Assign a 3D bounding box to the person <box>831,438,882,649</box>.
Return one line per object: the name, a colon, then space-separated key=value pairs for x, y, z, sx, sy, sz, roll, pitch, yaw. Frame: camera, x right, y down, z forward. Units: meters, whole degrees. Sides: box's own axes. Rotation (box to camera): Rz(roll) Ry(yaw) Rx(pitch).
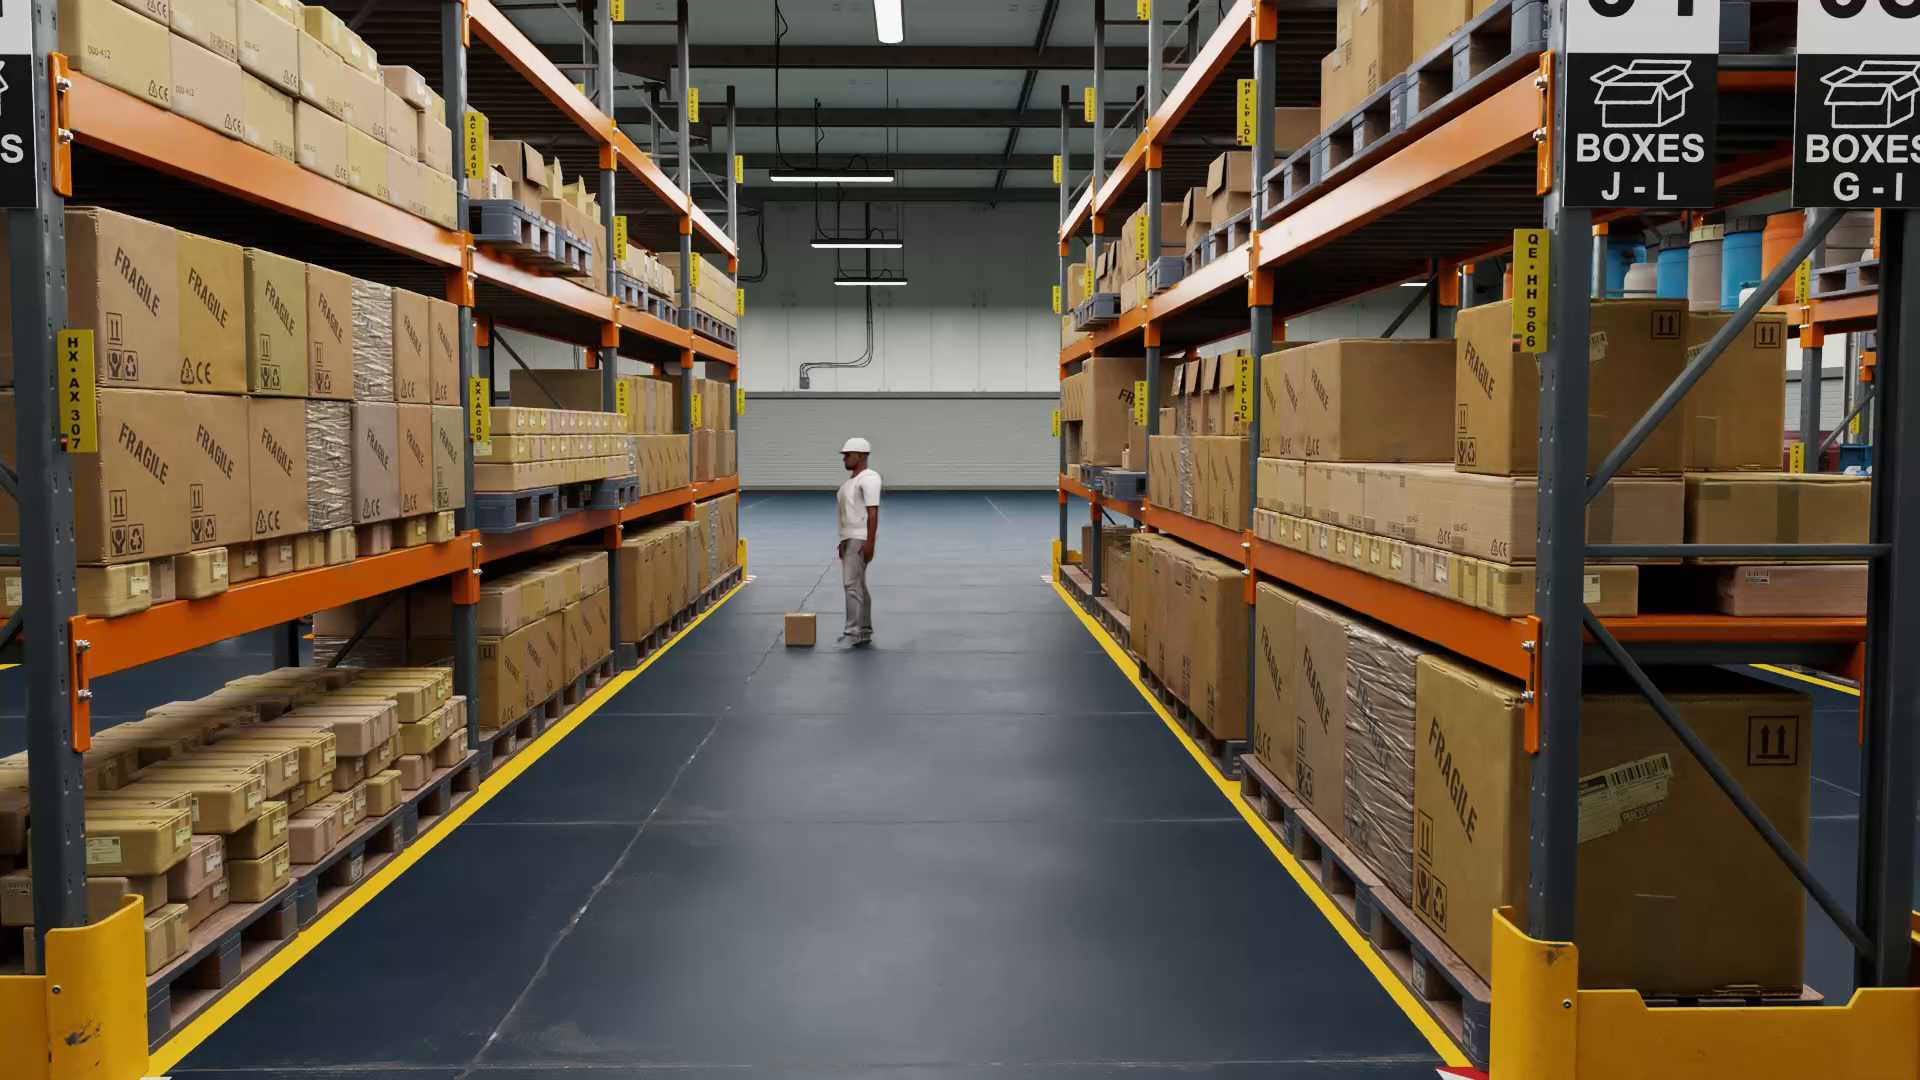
person: x=-0.949 y=0.022 z=14.303 sx=0.508 sy=1.798 sz=0.607 roll=-1 pitch=4 yaw=-21
